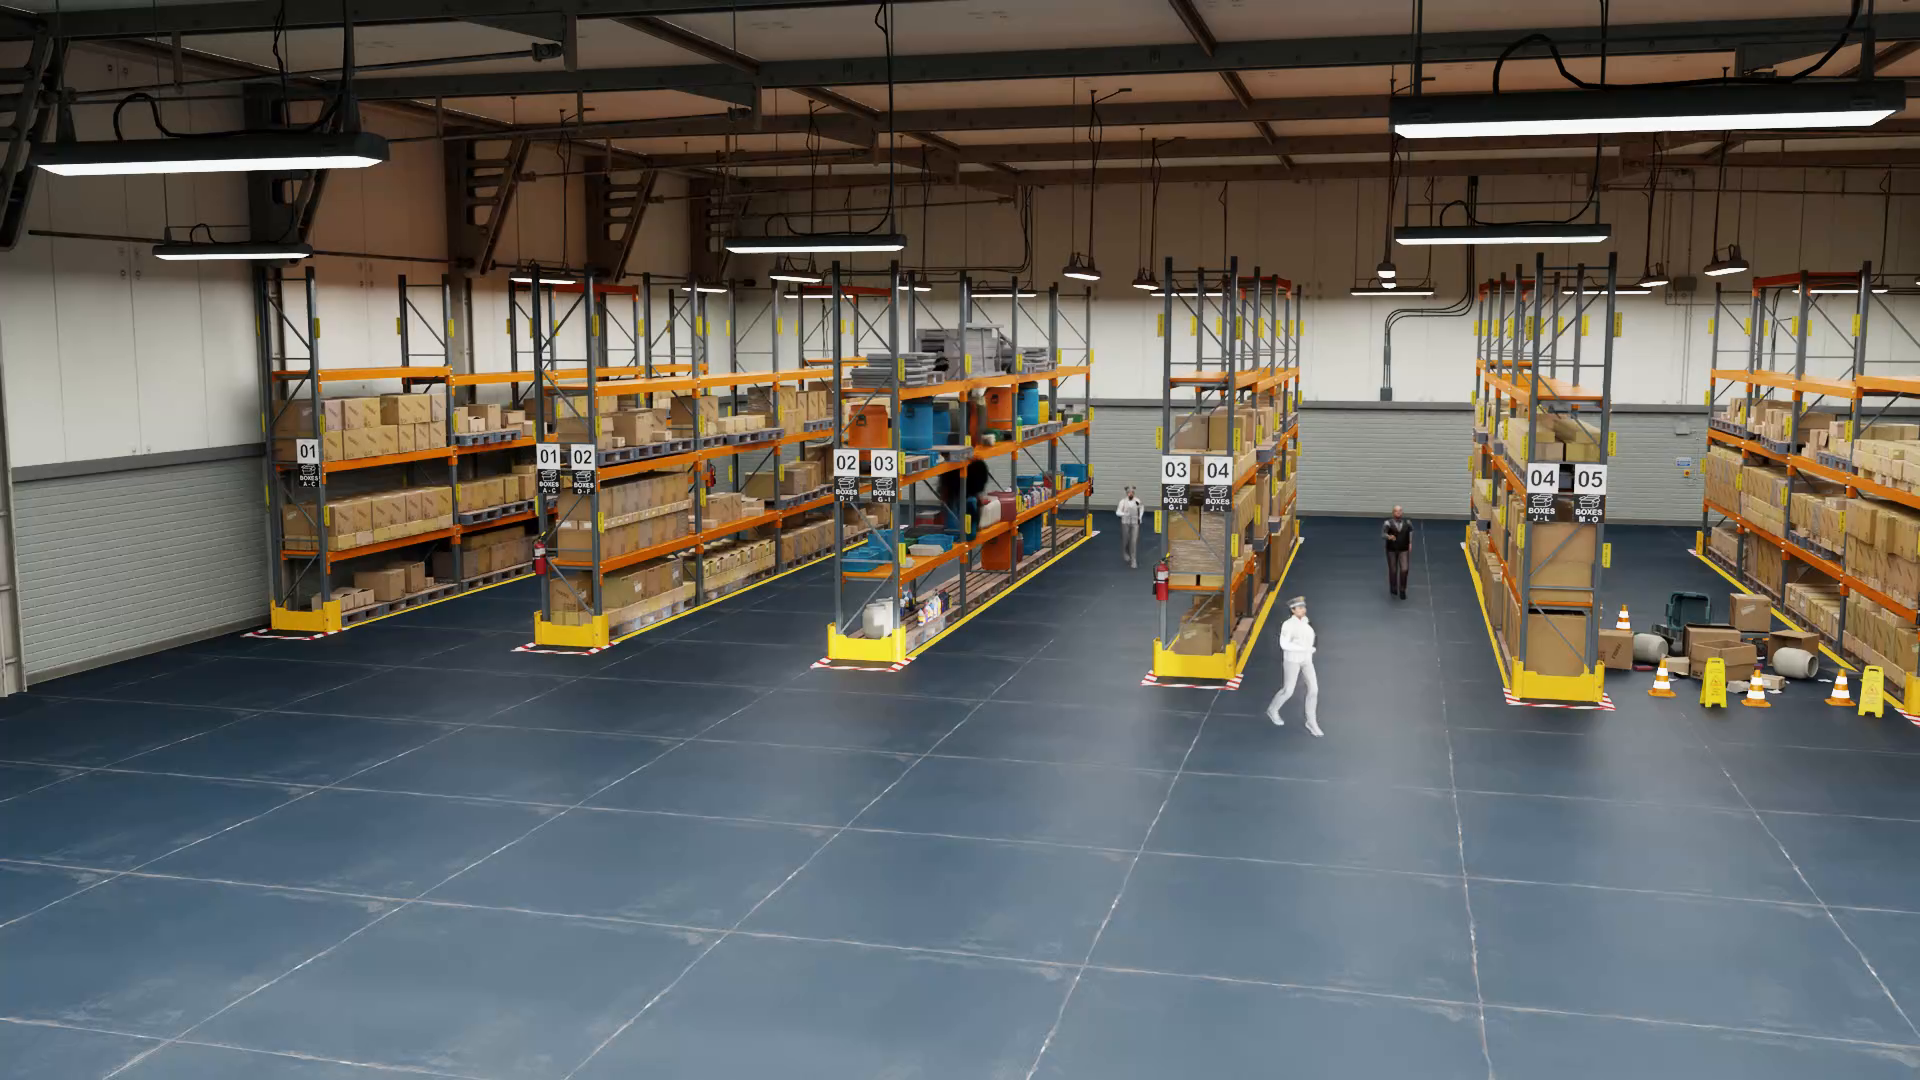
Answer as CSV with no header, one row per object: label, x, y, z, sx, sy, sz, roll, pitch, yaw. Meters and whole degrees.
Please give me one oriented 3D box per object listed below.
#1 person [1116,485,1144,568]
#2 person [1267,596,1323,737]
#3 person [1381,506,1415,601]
person,3.601,-0.314,35.145,0.612,1.703,0.920,0,7,0
person,4.187,1.547,20.725,0.616,1.743,0.827,-5,9,-34
person,8.135,0.245,30.918,0.635,1.770,0.756,1,7,11
